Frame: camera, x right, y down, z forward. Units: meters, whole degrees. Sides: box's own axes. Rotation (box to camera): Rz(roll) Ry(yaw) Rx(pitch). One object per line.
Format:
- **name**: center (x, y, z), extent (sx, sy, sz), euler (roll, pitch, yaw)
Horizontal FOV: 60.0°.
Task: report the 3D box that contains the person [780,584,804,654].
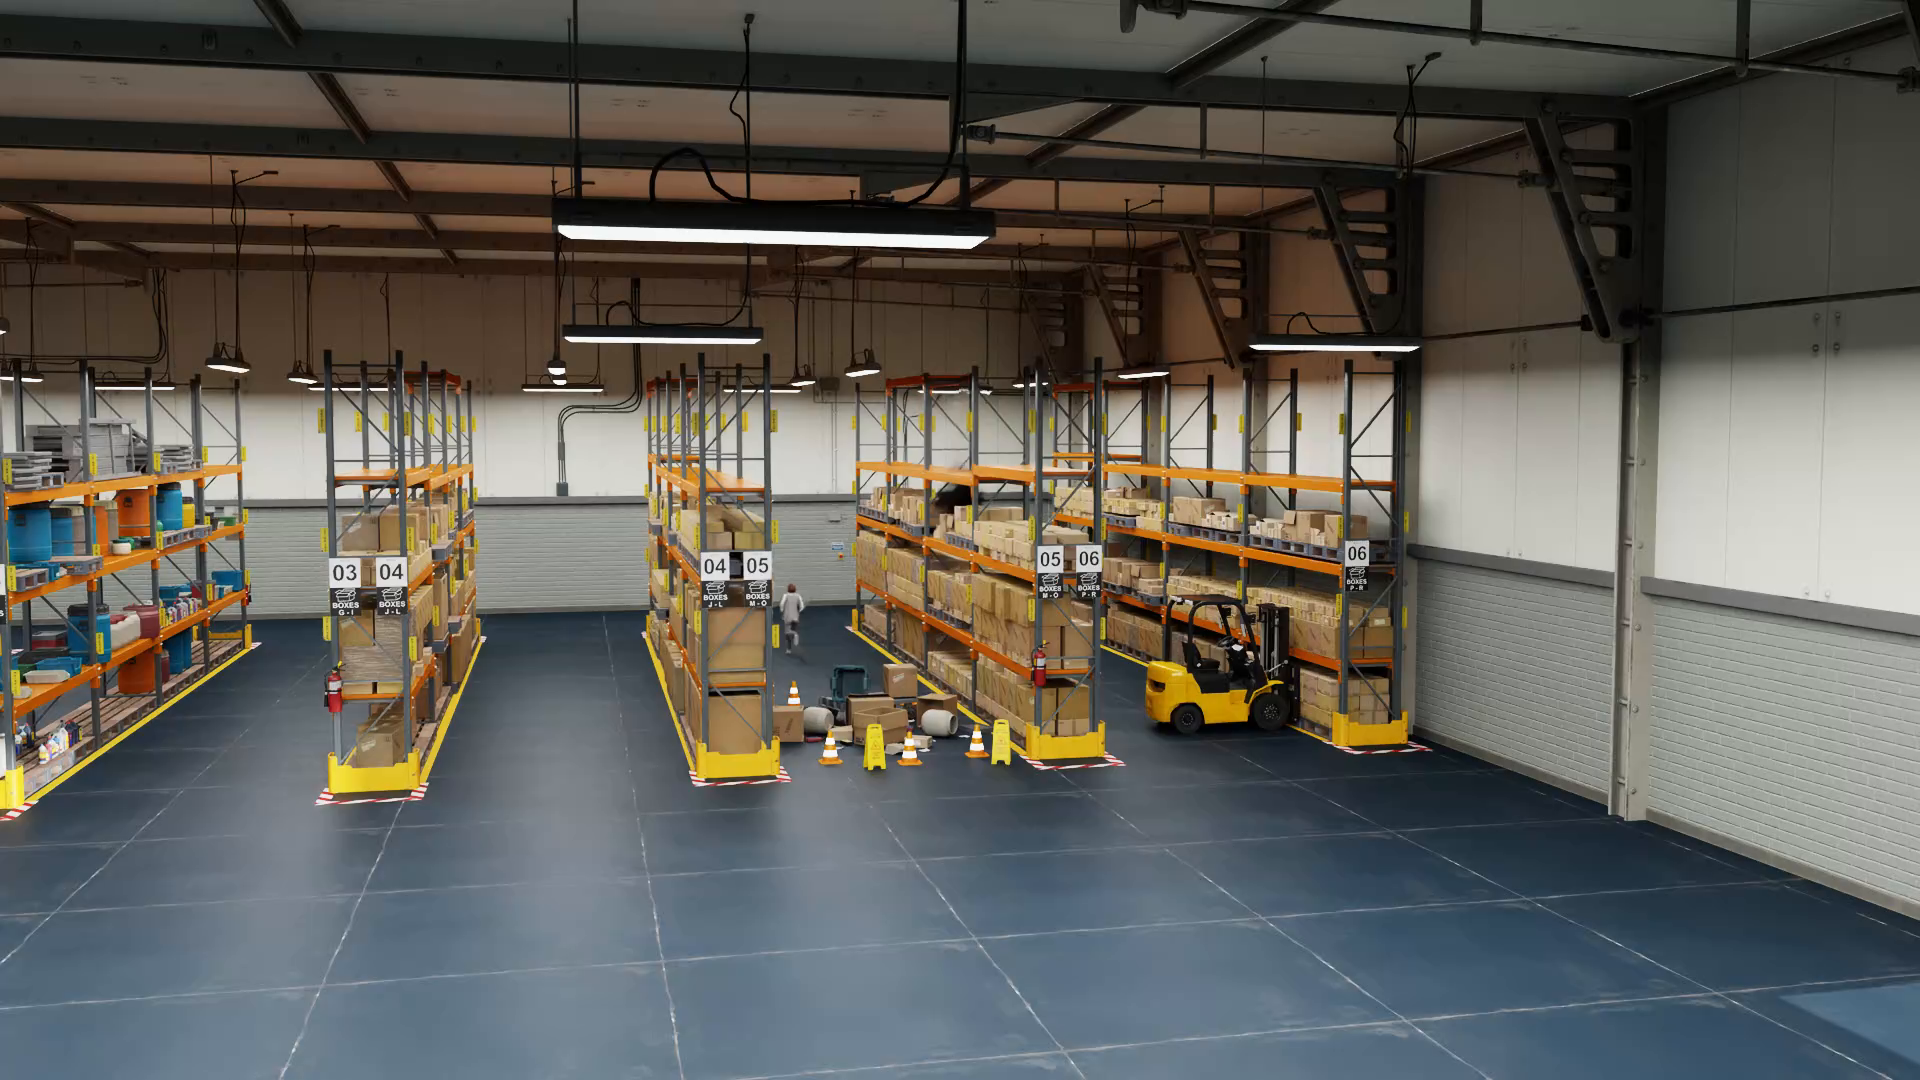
- **person**: center (-3.636, 1.736, 36.135), extent (0.567, 1.565, 0.665), euler (-2, 4, -26)
